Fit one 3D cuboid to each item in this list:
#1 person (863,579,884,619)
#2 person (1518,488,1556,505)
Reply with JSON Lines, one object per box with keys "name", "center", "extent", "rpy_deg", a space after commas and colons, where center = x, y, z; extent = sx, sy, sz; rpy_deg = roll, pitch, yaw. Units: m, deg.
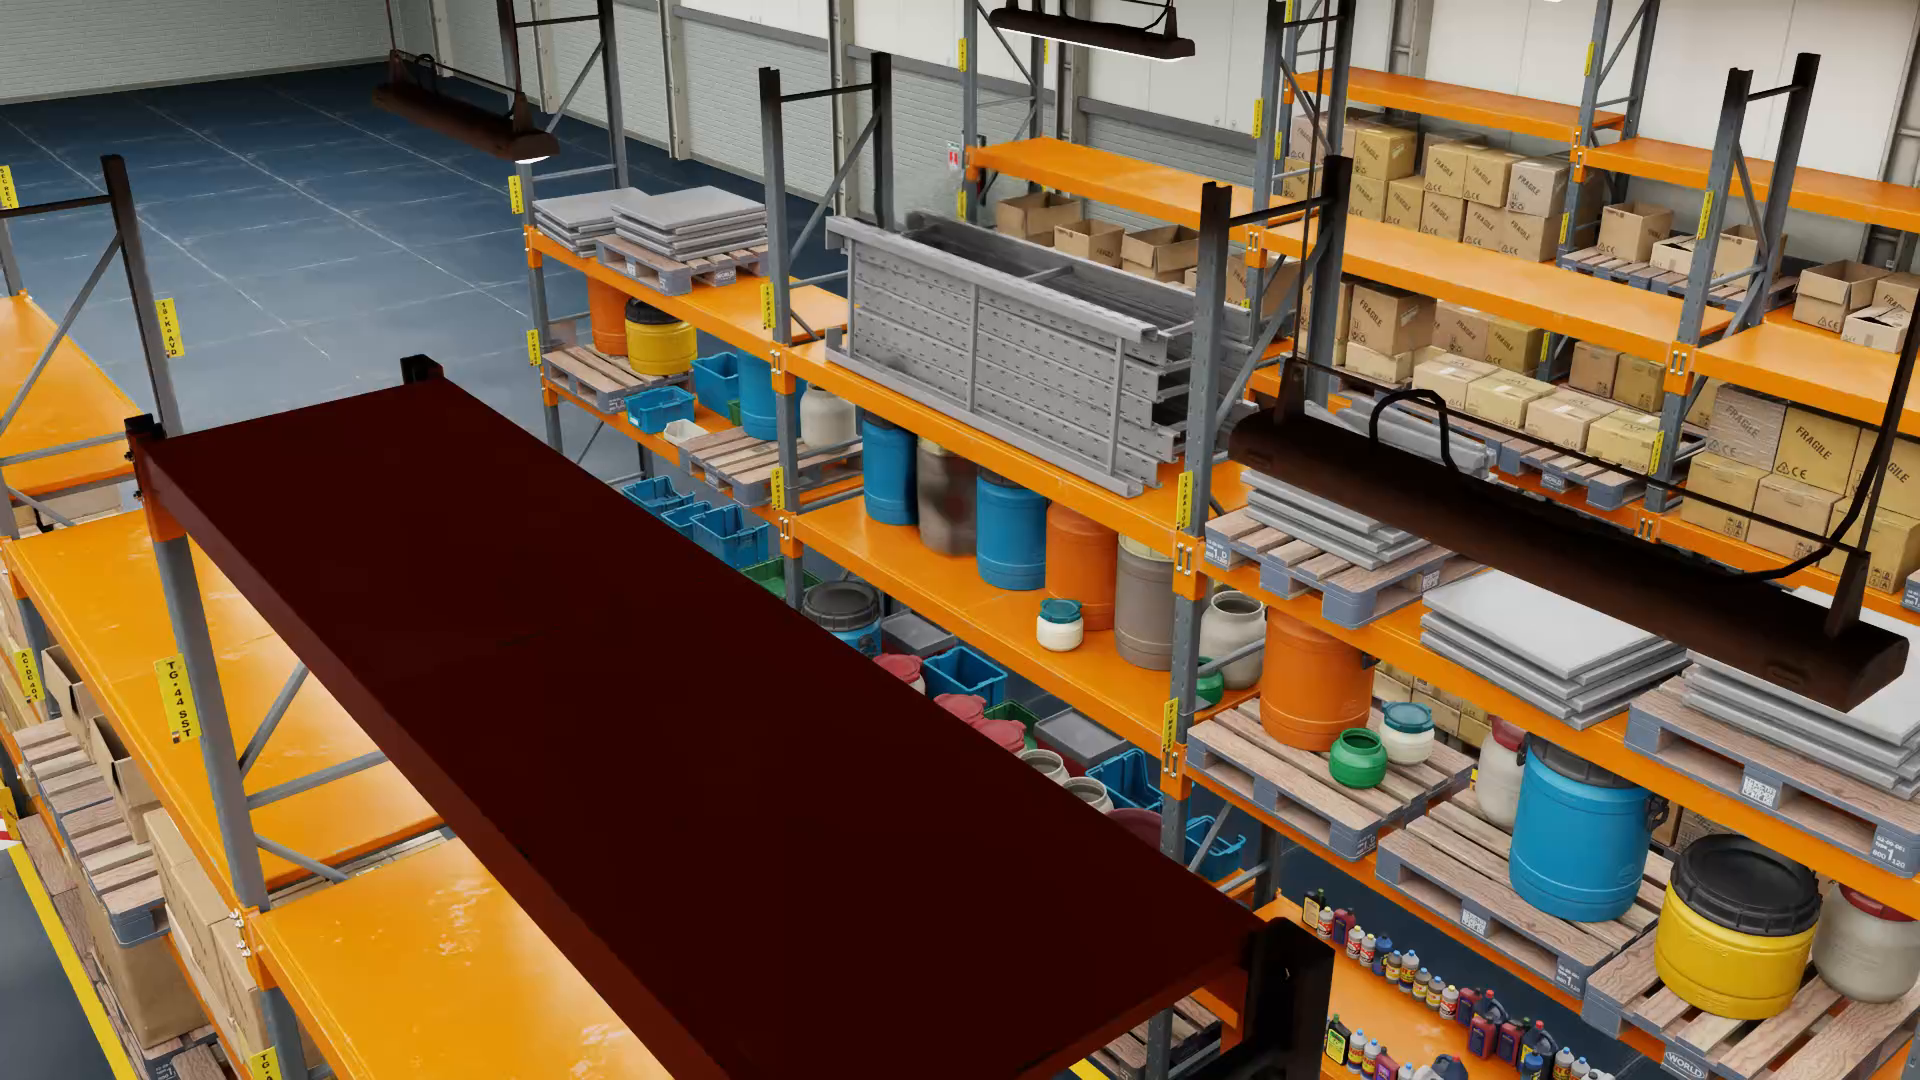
{"name": "person", "center": [-0.801, 0.145, 15.336], "extent": [0.712, 1.859, 0.670], "rpy_deg": [23, 34, 39]}
{"name": "person", "center": [5.643, -0.061, 16.451], "extent": [0.762, 1.688, 0.675], "rpy_deg": [18, 31, 33]}
